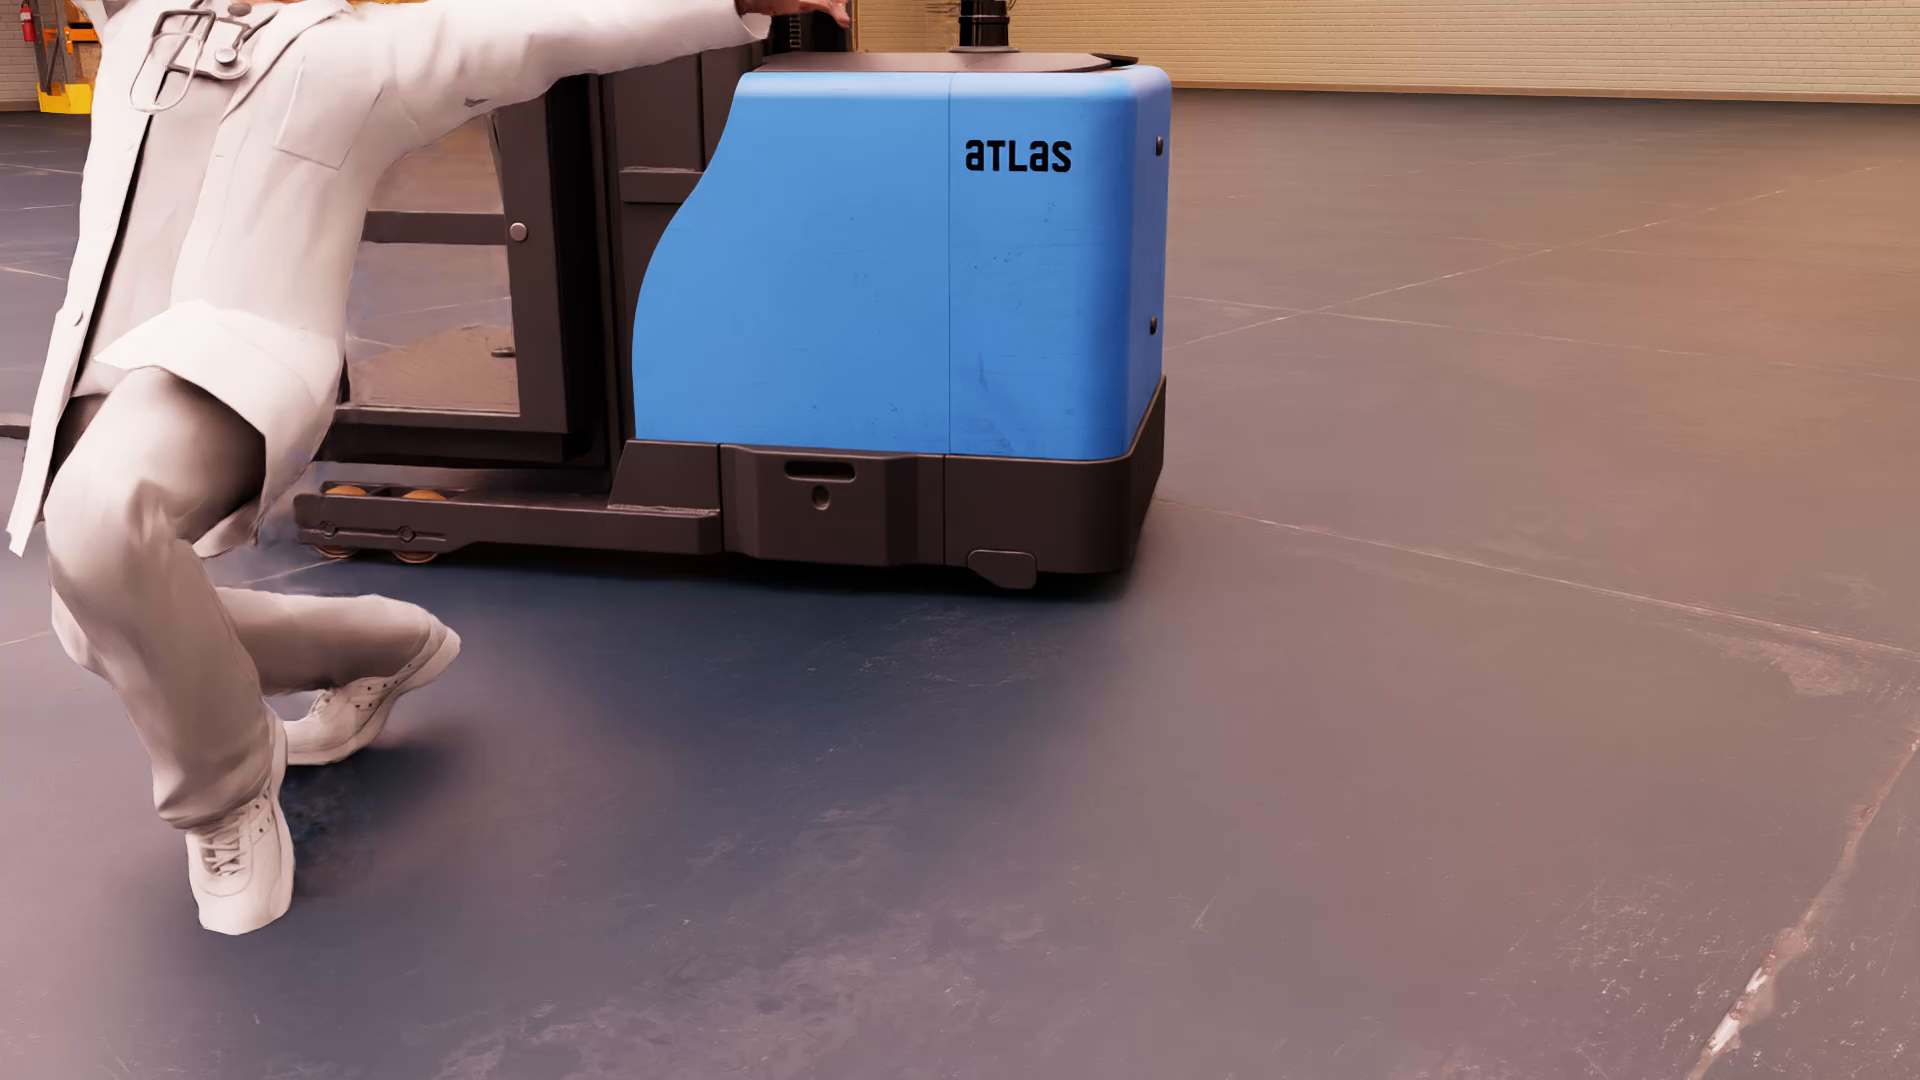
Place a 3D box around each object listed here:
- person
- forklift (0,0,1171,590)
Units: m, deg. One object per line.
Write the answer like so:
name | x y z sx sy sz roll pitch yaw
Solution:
person | -0.797 -0.303 2.254 1.169 1.645 0.892 5 18 16
forklift | -1.041 -1.494 3.816 3.031 2.935 1.130 3 17 11
